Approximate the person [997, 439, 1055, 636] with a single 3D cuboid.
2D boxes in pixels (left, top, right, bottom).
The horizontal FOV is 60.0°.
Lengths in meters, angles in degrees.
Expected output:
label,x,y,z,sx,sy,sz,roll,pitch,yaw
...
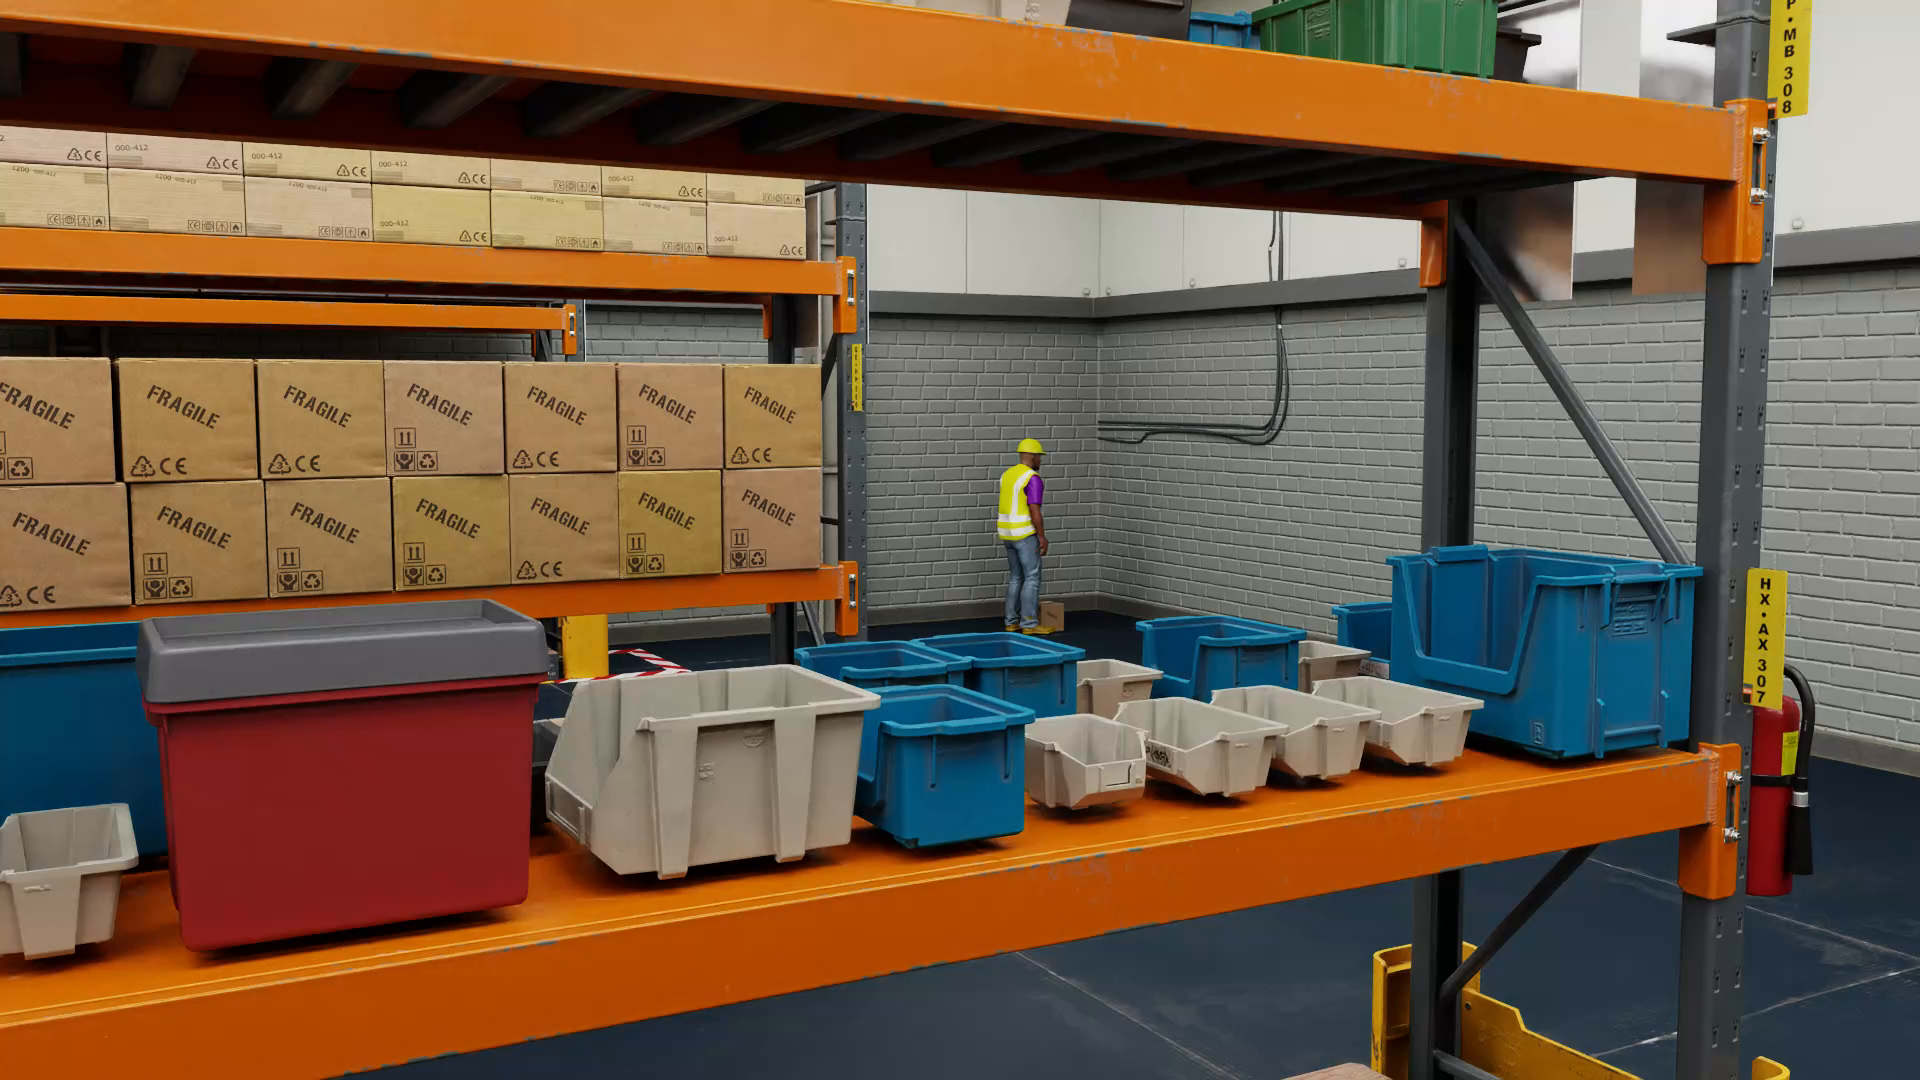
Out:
label,x,y,z,sx,sy,sz,roll,pitch,yaw
person,0.593,-0.038,15.082,0.462,1.761,0.628,-3,6,-29
